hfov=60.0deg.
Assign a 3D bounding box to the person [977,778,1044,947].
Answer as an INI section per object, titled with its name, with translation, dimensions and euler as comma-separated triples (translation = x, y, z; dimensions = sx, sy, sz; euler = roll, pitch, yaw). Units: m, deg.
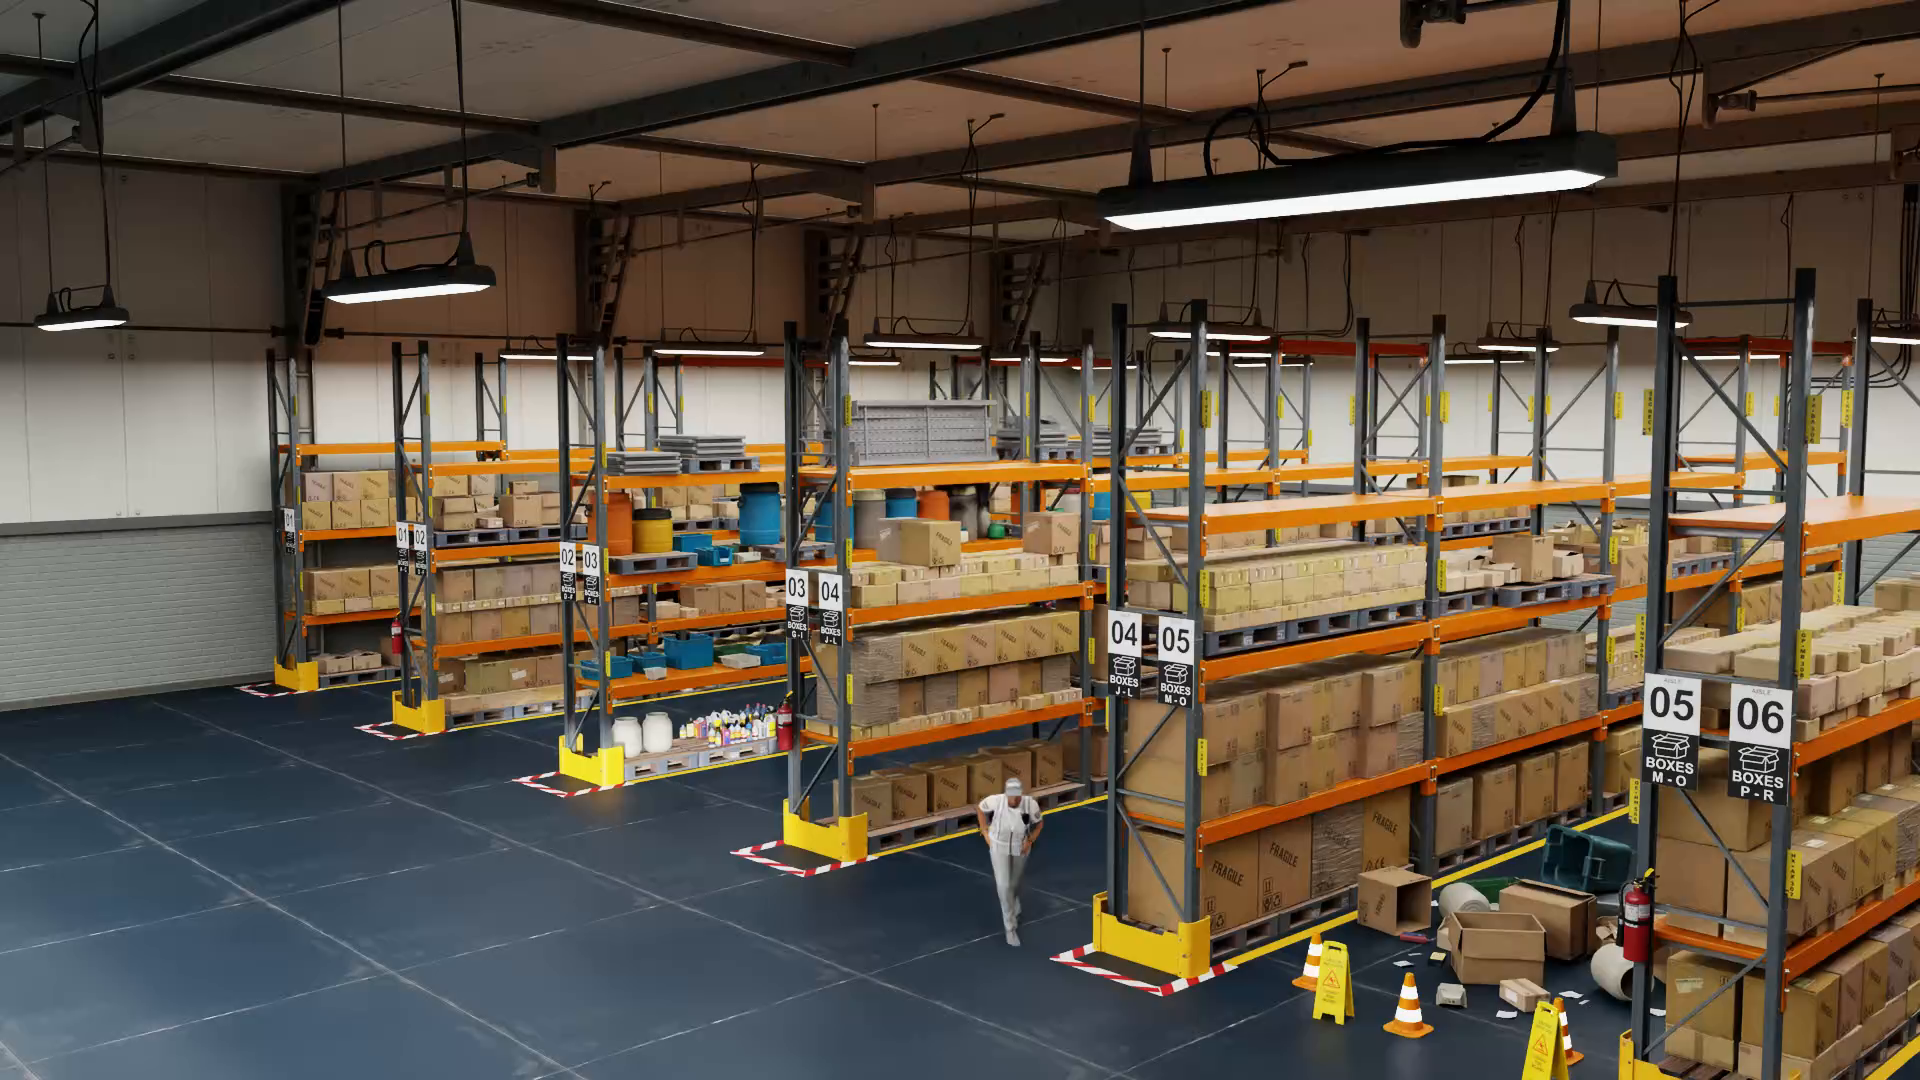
[person]
translation = 0.480, 3.020, 16.008
dimensions = 0.643, 1.621, 1.010
euler = 0, 5, 1
